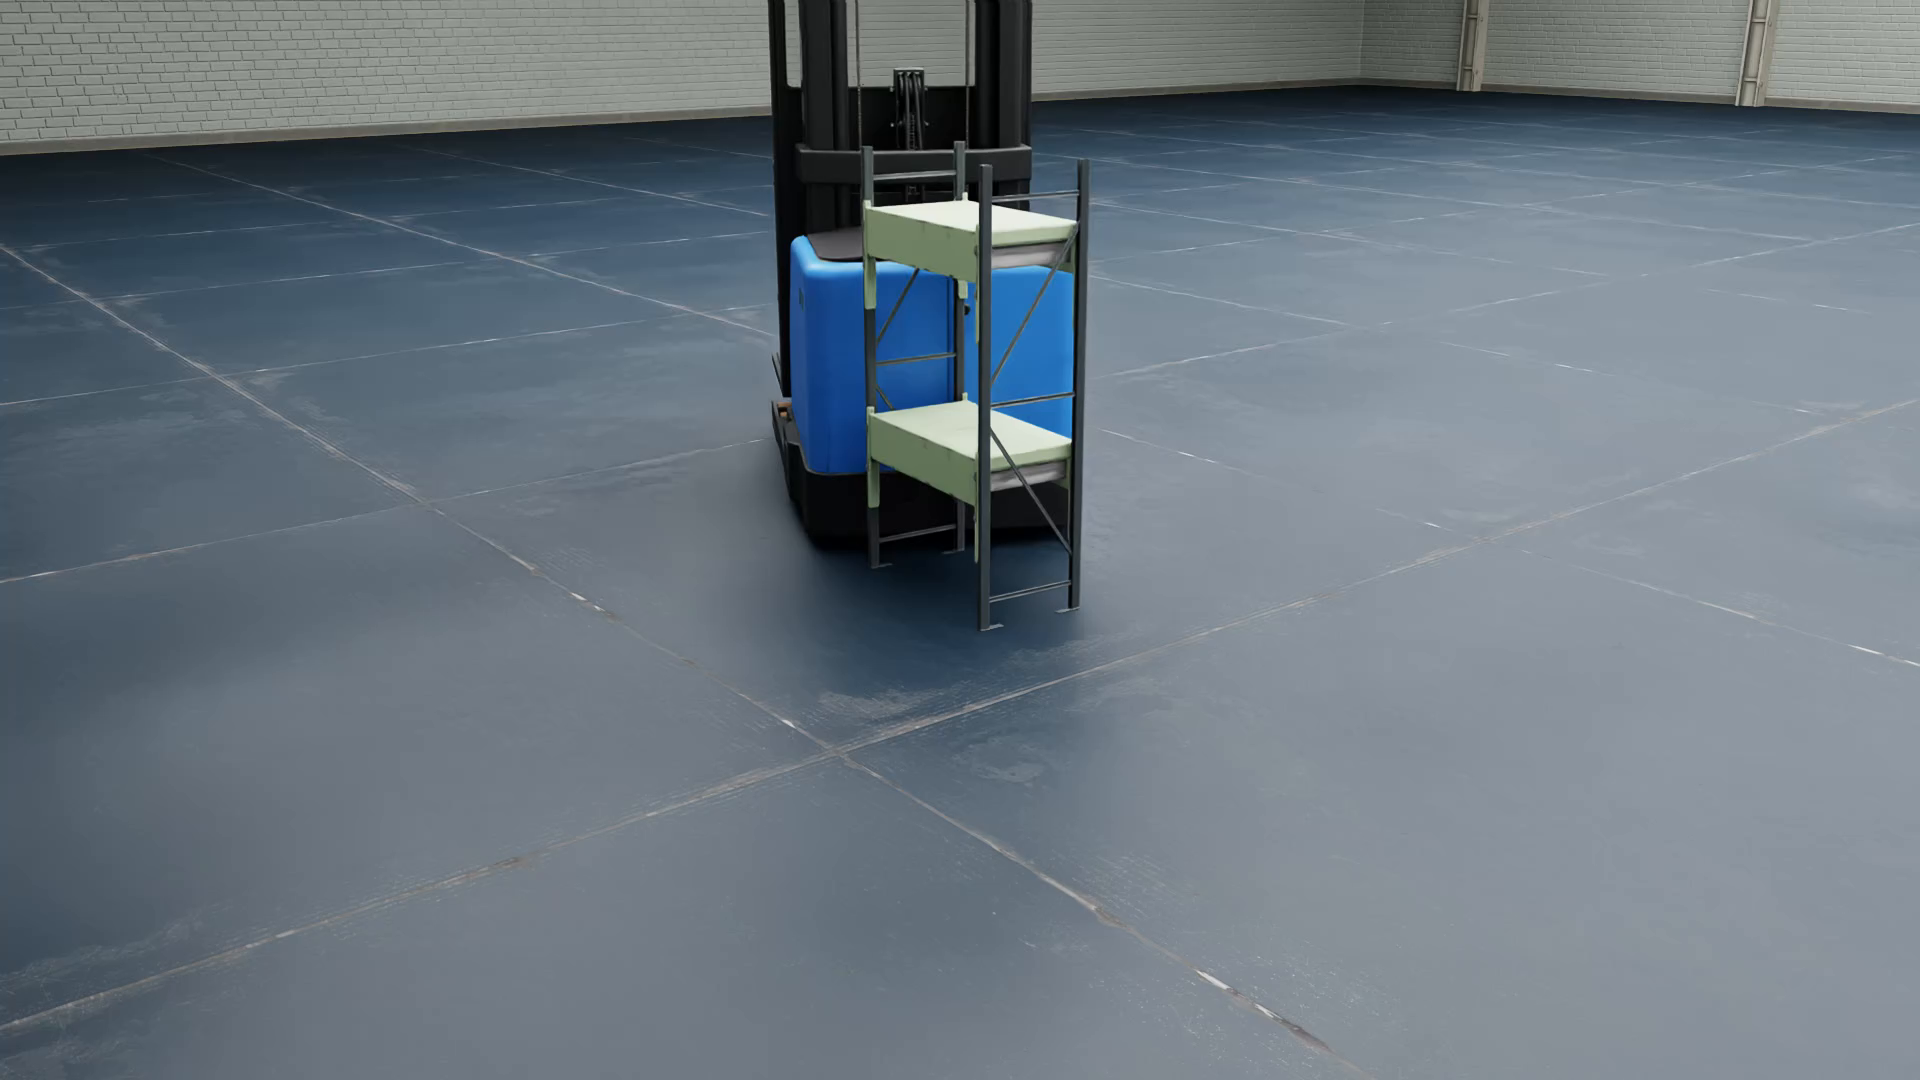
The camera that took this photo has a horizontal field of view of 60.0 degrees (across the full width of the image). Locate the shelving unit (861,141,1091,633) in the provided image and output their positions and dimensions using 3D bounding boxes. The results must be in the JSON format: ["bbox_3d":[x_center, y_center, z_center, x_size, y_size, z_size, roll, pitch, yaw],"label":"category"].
[{"bbox_3d":[0.037,-0.541,5.609,0.431,1.500,0.755,-11,21,-30],"label":"shelving unit"}]

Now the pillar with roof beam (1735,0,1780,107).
[{"bbox_3d":[10.933,-11.302,26.178,9.100,9.000,0.400,-14,23,-36],"label":"pillar with roof beam"}]

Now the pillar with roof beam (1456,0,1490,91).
[{"bbox_3d":[7.208,-12.780,30.642,9.100,9.000,0.400,-14,23,-36],"label":"pillar with roof beam"}]

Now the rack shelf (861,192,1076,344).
[{"bbox_3d":[0.037,-0.911,5.487,0.431,0.370,0.720,-11,21,-30],"label":"rack shelf"}]

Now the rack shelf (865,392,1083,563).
[{"bbox_3d":[0.037,-0.231,5.712,0.431,0.370,0.720,-11,21,-30],"label":"rack shelf"}]

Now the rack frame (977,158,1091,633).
[{"bbox_3d":[0.231,-0.443,5.315,0.400,1.500,0.023,-11,21,-30],"label":"rack frame"}]

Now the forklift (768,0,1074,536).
[{"bbox_3d":[-0.284,-1.827,7.217,1.130,2.935,3.031,-3,19,-9],"label":"forklift"}]

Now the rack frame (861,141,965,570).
[{"bbox_3d":[-0.157,-0.638,5.904,0.400,1.500,0.023,-11,21,-30],"label":"rack frame"}]
